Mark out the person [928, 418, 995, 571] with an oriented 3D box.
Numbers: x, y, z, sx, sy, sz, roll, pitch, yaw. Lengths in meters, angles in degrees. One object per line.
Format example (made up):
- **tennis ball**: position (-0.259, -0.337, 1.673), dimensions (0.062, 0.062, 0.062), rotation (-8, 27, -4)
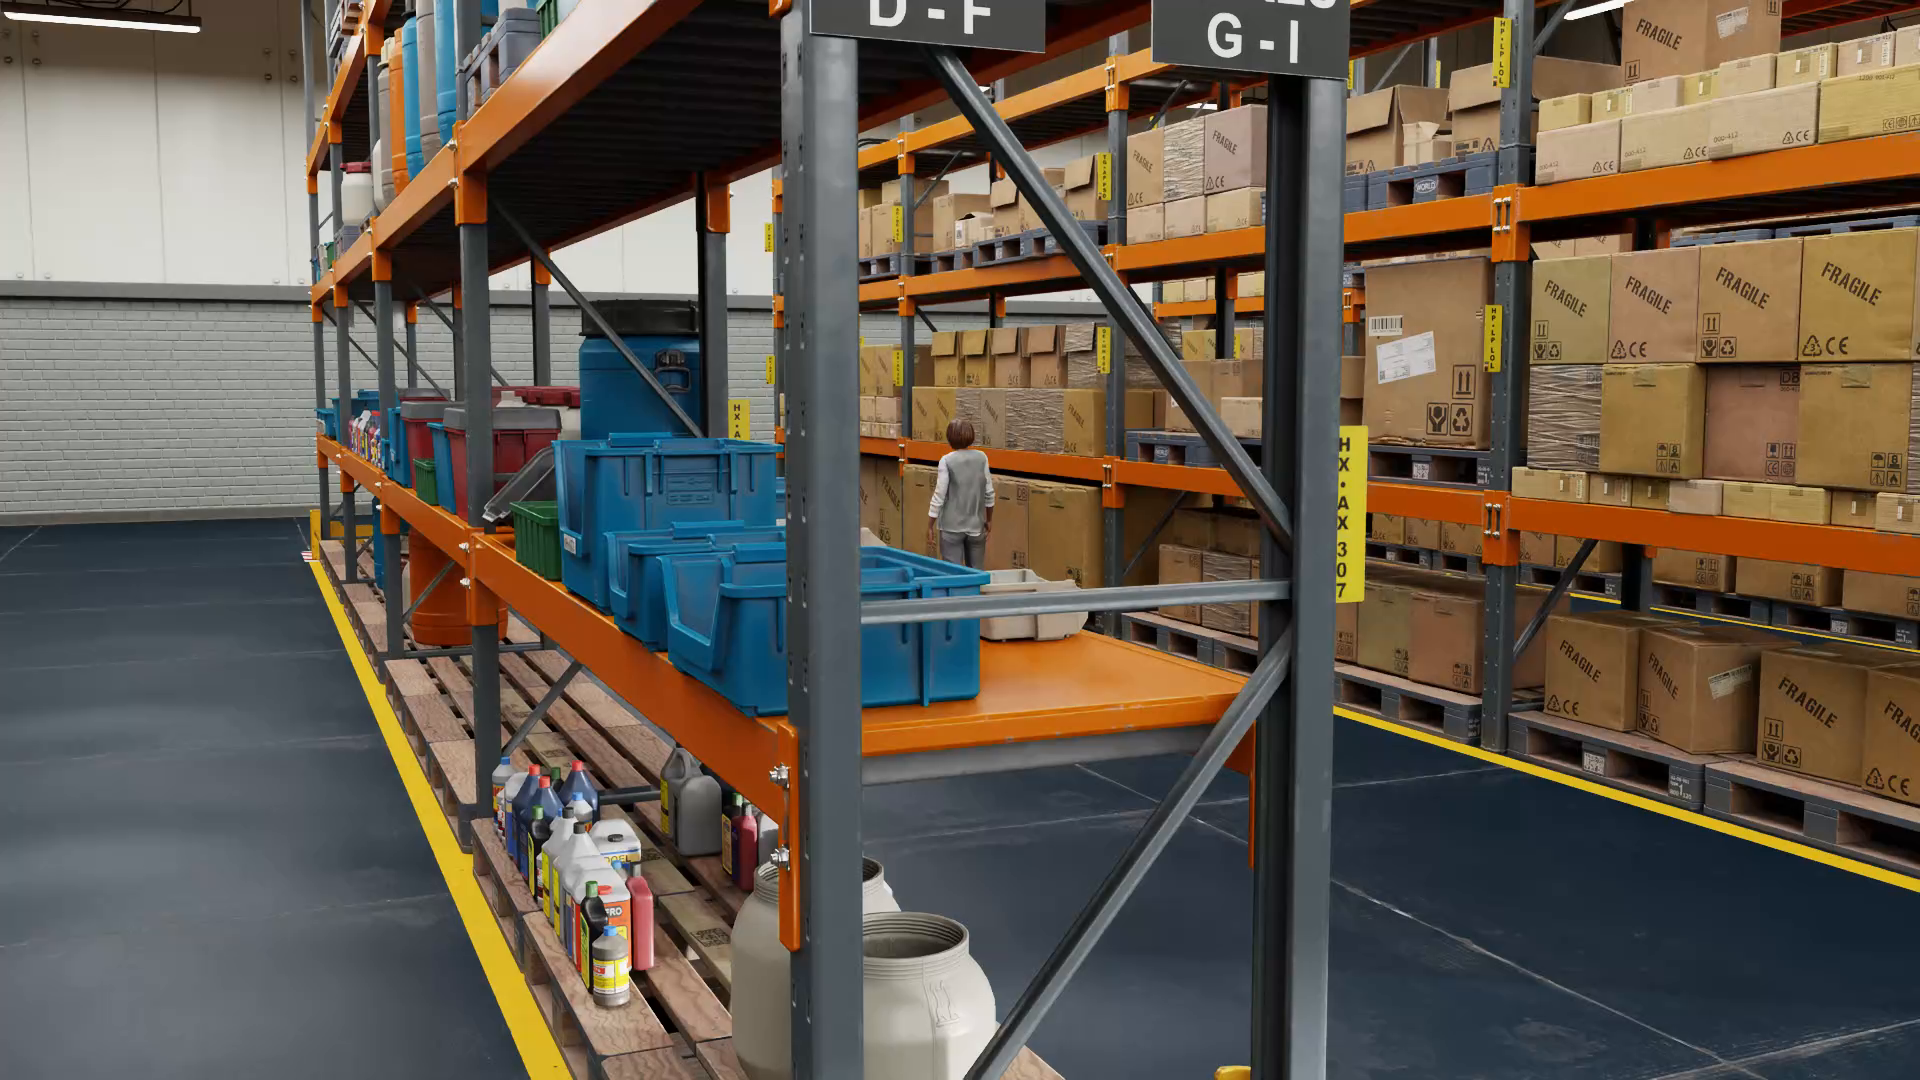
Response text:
- **person**: position (-0.010, -0.071, 11.837), dimensions (0.520, 1.599, 0.472), rotation (-2, 6, -24)
